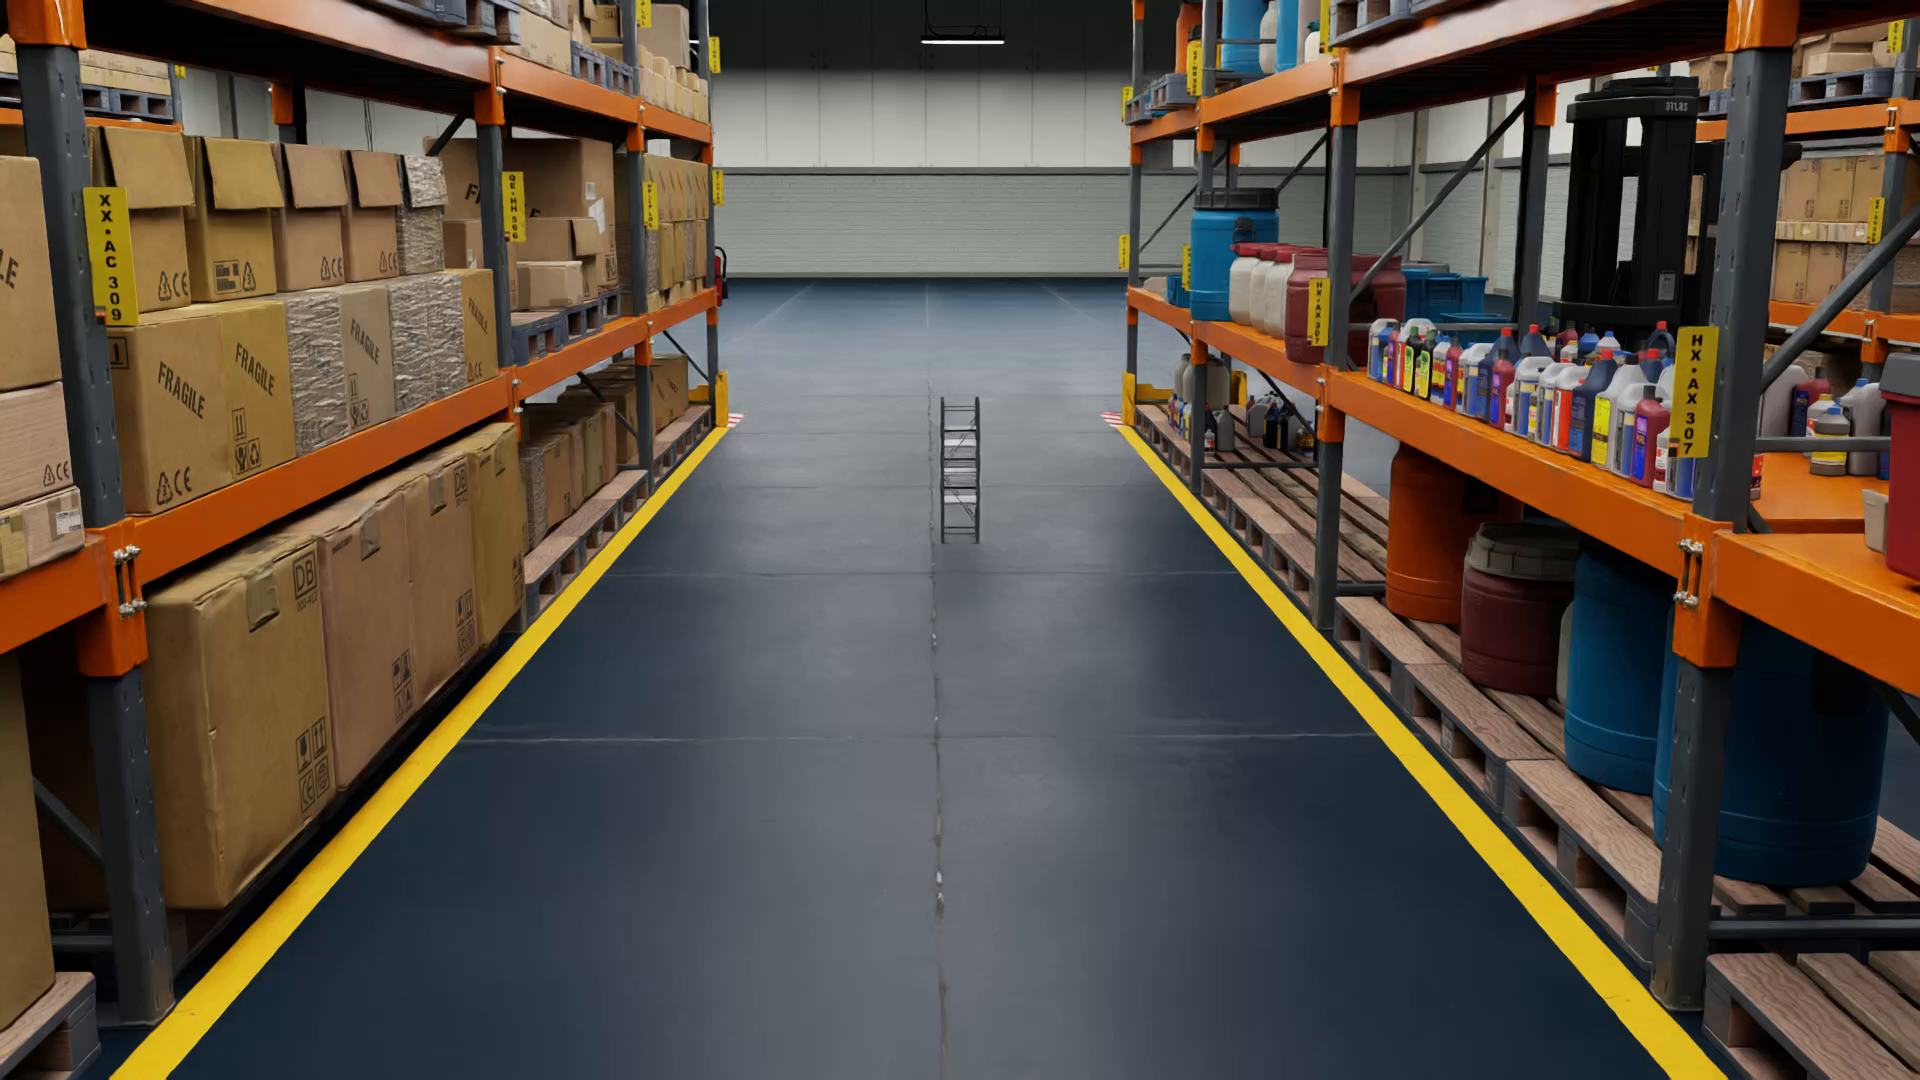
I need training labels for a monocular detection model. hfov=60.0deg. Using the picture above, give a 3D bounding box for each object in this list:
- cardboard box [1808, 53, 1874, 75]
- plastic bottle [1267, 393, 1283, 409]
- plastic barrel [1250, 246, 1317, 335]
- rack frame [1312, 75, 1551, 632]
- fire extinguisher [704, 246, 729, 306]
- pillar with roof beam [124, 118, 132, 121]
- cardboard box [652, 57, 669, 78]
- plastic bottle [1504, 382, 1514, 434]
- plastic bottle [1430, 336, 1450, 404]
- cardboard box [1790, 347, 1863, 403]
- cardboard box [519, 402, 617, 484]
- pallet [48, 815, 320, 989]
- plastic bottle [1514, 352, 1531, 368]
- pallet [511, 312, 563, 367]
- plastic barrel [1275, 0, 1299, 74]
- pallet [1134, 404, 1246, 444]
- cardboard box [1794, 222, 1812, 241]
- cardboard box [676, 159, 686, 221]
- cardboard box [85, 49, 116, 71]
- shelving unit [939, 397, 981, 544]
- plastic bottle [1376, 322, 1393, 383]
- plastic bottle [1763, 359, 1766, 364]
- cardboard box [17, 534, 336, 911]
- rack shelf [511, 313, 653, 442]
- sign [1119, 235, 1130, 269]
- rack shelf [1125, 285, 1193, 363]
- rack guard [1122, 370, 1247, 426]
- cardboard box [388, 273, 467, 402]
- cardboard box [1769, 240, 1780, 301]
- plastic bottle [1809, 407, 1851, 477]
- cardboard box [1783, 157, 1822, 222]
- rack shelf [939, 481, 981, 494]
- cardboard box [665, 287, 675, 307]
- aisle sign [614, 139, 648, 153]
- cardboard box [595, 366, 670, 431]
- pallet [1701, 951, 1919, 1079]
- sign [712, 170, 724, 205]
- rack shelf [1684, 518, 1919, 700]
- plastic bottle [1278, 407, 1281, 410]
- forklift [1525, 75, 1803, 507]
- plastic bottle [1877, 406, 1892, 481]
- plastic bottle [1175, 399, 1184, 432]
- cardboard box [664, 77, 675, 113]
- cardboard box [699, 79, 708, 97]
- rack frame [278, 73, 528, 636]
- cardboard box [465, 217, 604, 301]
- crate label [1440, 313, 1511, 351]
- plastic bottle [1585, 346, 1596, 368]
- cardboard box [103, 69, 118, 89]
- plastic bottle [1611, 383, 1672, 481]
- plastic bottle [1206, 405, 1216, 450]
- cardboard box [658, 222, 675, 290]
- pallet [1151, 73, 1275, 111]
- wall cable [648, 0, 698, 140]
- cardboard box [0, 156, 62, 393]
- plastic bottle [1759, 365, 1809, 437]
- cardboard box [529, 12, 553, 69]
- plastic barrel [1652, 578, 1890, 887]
[{"bbox_3d":[6.856,-3.702,12.941,0.380,0.149,0.250,0,11,-1],"label":"cardboard box"},{"bbox_3d":[2.587,-1.024,13.617,0.144,0.351,0.185,0,11,-2],"label":"plastic bottle"},{"bbox_3d":[2.017,-1.552,10.323,0.433,0.535,0.433,0,11,0],"label":"plastic barrel"},{"bbox_3d":[2.284,-1.027,8.078,1.000,3.000,0.127,0,11,-1],"label":"rack frame"},{"bbox_3d":[-2.374,-2.584,15.945,0.296,0.674,0.183,0,11,-1],"label":"fire extinguisher"},{"bbox_3d":[-14.782,-10.122,37.817,9.100,9.000,0.548,0,11,-1],"label":"pillar with roof beam"},{"bbox_3d":[-2.473,-3.668,12.926,0.380,0.149,0.250,0,11,-2],"label":"cardboard box"},{"bbox_3d":[1.980,-0.480,5.882,0.097,0.201,0.097,0,11,0],"label":"plastic bottle"},{"bbox_3d":[1.962,-0.689,6.736,0.097,0.271,0.097,0,11,0],"label":"plastic bottle"},{"bbox_3d":[6.927,-1.258,13.191,0.500,0.500,0.500,0,11,-1],"label":"cardboard box"},{"bbox_3d":[-2.759,-0.670,11.499,0.700,0.500,0.500,-1,12,-6],"label":"cardboard box"},{"bbox_3d":[-2.676,1.002,5.090,1.003,0.211,1.213,0,11,-1],"label":"pallet"},{"bbox_3d":[2.038,-0.541,6.007,0.097,0.271,0.097,0,11,0],"label":"plastic bottle"},{"bbox_3d":[-2.789,-1.054,8.693,1.213,0.211,1.003,0,11,-1],"label":"pallet"},{"bbox_3d":[2.429,-3.438,11.155,0.600,0.901,0.708,0,11,-1],"label":"plastic barrel"},{"bbox_3d":[2.179,-1.074,15.324,1.003,0.211,1.213,0,11,-1],"label":"pallet"},{"bbox_3d":[6.915,-2.464,13.278,0.380,0.149,0.250,0,11,-1],"label":"cardboard box"},{"bbox_3d":[-2.548,-2.875,13.673,0.500,0.500,0.500,0,11,-1],"label":"cardboard box"},{"bbox_3d":[-7.485,-4.099,13.994,0.500,0.250,0.500,0,11,-1],"label":"cardboard box"},{"bbox_3d":[0.000,-0.439,10.462,0.258,0.900,0.210,0,11,-1],"label":"shelving unit"},{"bbox_3d":[1.945,-0.854,7.546,0.097,0.271,0.097,0,11,0],"label":"plastic bottle"},{"bbox_3d":[2.714,-0.495,5.766,0.152,0.276,0.135,0,11,-1],"label":"plastic bottle"},{"bbox_3d":[-2.618,0.497,4.854,1.225,0.875,0.875,0,11,-1],"label":"cardboard box"},{"bbox_3d":[-2.709,-1.052,10.009,1.077,0.370,4.000,0,11,-1],"label":"rack shelf"},{"bbox_3d":[1.569,-2.752,15.882,0.100,0.325,0.005,0,11,-1],"label":"sign"},{"bbox_3d":[2.160,-1.867,14.028,1.077,0.370,4.000,0,11,-1],"label":"rack shelf"},{"bbox_3d":[2.168,-1.377,16.091,1.175,0.500,0.348,0,11,-1],"label":"rack guard"},{"bbox_3d":[-2.405,-0.860,7.000,0.500,0.500,0.500,0,11,-2],"label":"cardboard box"},{"bbox_3d":[7.103,-2.285,14.029,0.700,0.500,0.500,0,11,1],"label":"cardboard box"},{"bbox_3d":[2.606,-0.297,4.977,0.097,0.201,0.097,0,11,0],"label":"plastic bottle"},{"bbox_3d":[7.117,-2.815,13.375,0.700,0.500,0.500,0,11,-1],"label":"cardboard box"},{"bbox_3d":[0.000,-0.319,10.486,0.258,0.077,0.200,0,11,-1],"label":"rack shelf"},{"bbox_3d":[-2.458,-1.922,13.119,0.380,0.149,0.250,0,11,-1],"label":"cardboard box"},{"bbox_3d":[-3.134,-3.882,15.612,0.394,0.787,0.004,0,11,-1],"label":"aisle sign"},{"bbox_3d":[-2.796,-1.210,14.212,0.500,0.500,0.500,1,11,4],"label":"cardboard box"},{"bbox_3d":[2.421,1.281,3.716,1.003,0.211,1.213,0,11,-1],"label":"pallet"},{"bbox_3d":[-2.278,-3.318,15.661,0.100,0.325,0.005,0,11,-1],"label":"sign"},{"bbox_3d":[2.408,0.518,2.270,1.077,0.370,4.000,0,11,-1],"label":"rack shelf"},{"bbox_3d":[2.556,-0.930,13.352,0.097,0.271,0.097,0,11,0],"label":"plastic bottle"},{"bbox_3d":[5.164,-1.769,11.909,3.031,2.935,1.130,-4,12,-18],"label":"forklift"},{"bbox_3d":[2.761,-0.312,4.878,0.097,0.271,0.097,0,11,0],"label":"plastic bottle"},{"bbox_3d":[1.854,-1.046,13.927,0.097,0.271,0.097,0,11,0],"label":"plastic bottle"},{"bbox_3d":[-2.519,-3.493,13.065,0.500,0.250,0.500,-1,11,-3],"label":"cardboard box"},{"bbox_3d":[-2.515,-4.135,15.227,0.380,0.149,0.250,0,11,-1],"label":"cardboard box"},{"bbox_3d":[-2.668,-1.007,7.977,1.000,3.000,0.127,0,11,-1],"label":"rack frame"},{"bbox_3d":[-2.622,-1.714,10.148,0.797,0.503,0.637,1,12,5],"label":"cardboard box"},{"bbox_3d":[2.650,-1.030,8.515,0.303,0.233,0.416,0,11,-1],"label":"crate label"},{"bbox_3d":[2.714,-0.724,7.084,0.097,0.201,0.097,0,11,0],"label":"plastic bottle"},{"bbox_3d":[-7.427,-3.931,14.173,0.380,0.149,0.250,0,11,-2],"label":"cardboard box"},{"bbox_3d":[2.028,-0.321,4.908,0.152,0.276,0.135,0,11,-1],"label":"plastic bottle"},{"bbox_3d":[1.900,-0.867,12.842,0.144,0.351,0.185,-1,11,-3],"label":"plastic bottle"},{"bbox_3d":[-2.673,-2.186,12.790,0.875,0.500,0.500,0,11,-1],"label":"cardboard box"},{"bbox_3d":[2.089,-3.343,12.423,1.213,0.211,1.003,0,11,-1],"label":"pallet"},{"bbox_3d":[-8.457,-13.590,46.361,2.305,6.003,0.169,0,11,-1],"label":"wall cable"},{"bbox_3d":[-2.308,-0.561,3.524,0.500,0.500,0.500,0,11,0],"label":"cardboard box"},{"bbox_3d":[2.719,-0.449,5.539,0.152,0.276,0.135,0,11,-1],"label":"plastic bottle"},{"bbox_3d":[-2.433,-2.600,8.663,0.500,0.250,0.500,0,11,0],"label":"cardboard box"},{"bbox_3d":[2.373,0.482,4.859,0.600,0.901,0.708,0,11,-1],"label":"plastic barrel"}]
